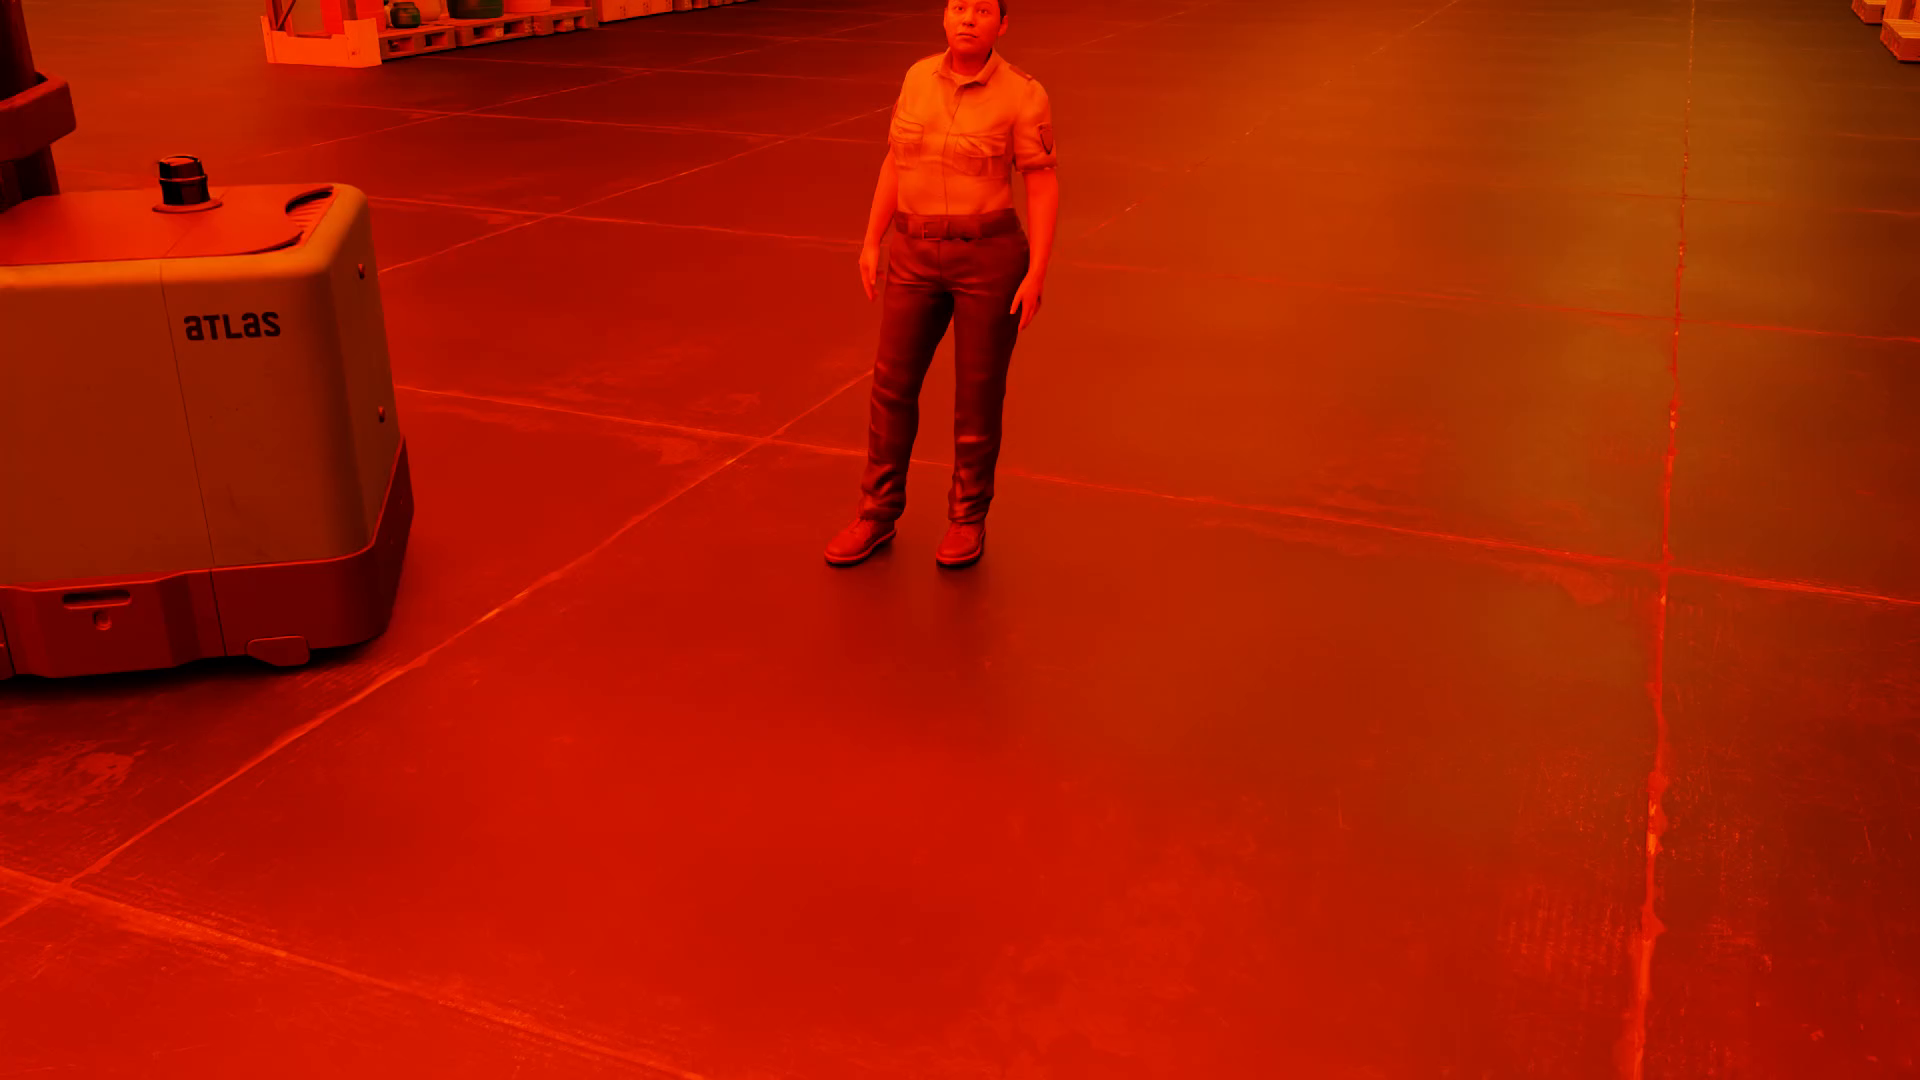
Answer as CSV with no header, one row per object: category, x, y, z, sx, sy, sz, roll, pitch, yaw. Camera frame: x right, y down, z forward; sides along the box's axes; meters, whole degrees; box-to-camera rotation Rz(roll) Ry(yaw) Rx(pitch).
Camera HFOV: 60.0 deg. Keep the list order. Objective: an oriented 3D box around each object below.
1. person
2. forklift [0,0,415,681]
person,-0.056,-0.734,4.705,0.598,1.643,0.502,9,24,21
forklift,-3.073,-1.095,3.913,3.031,2.935,1.130,-5,23,-11
